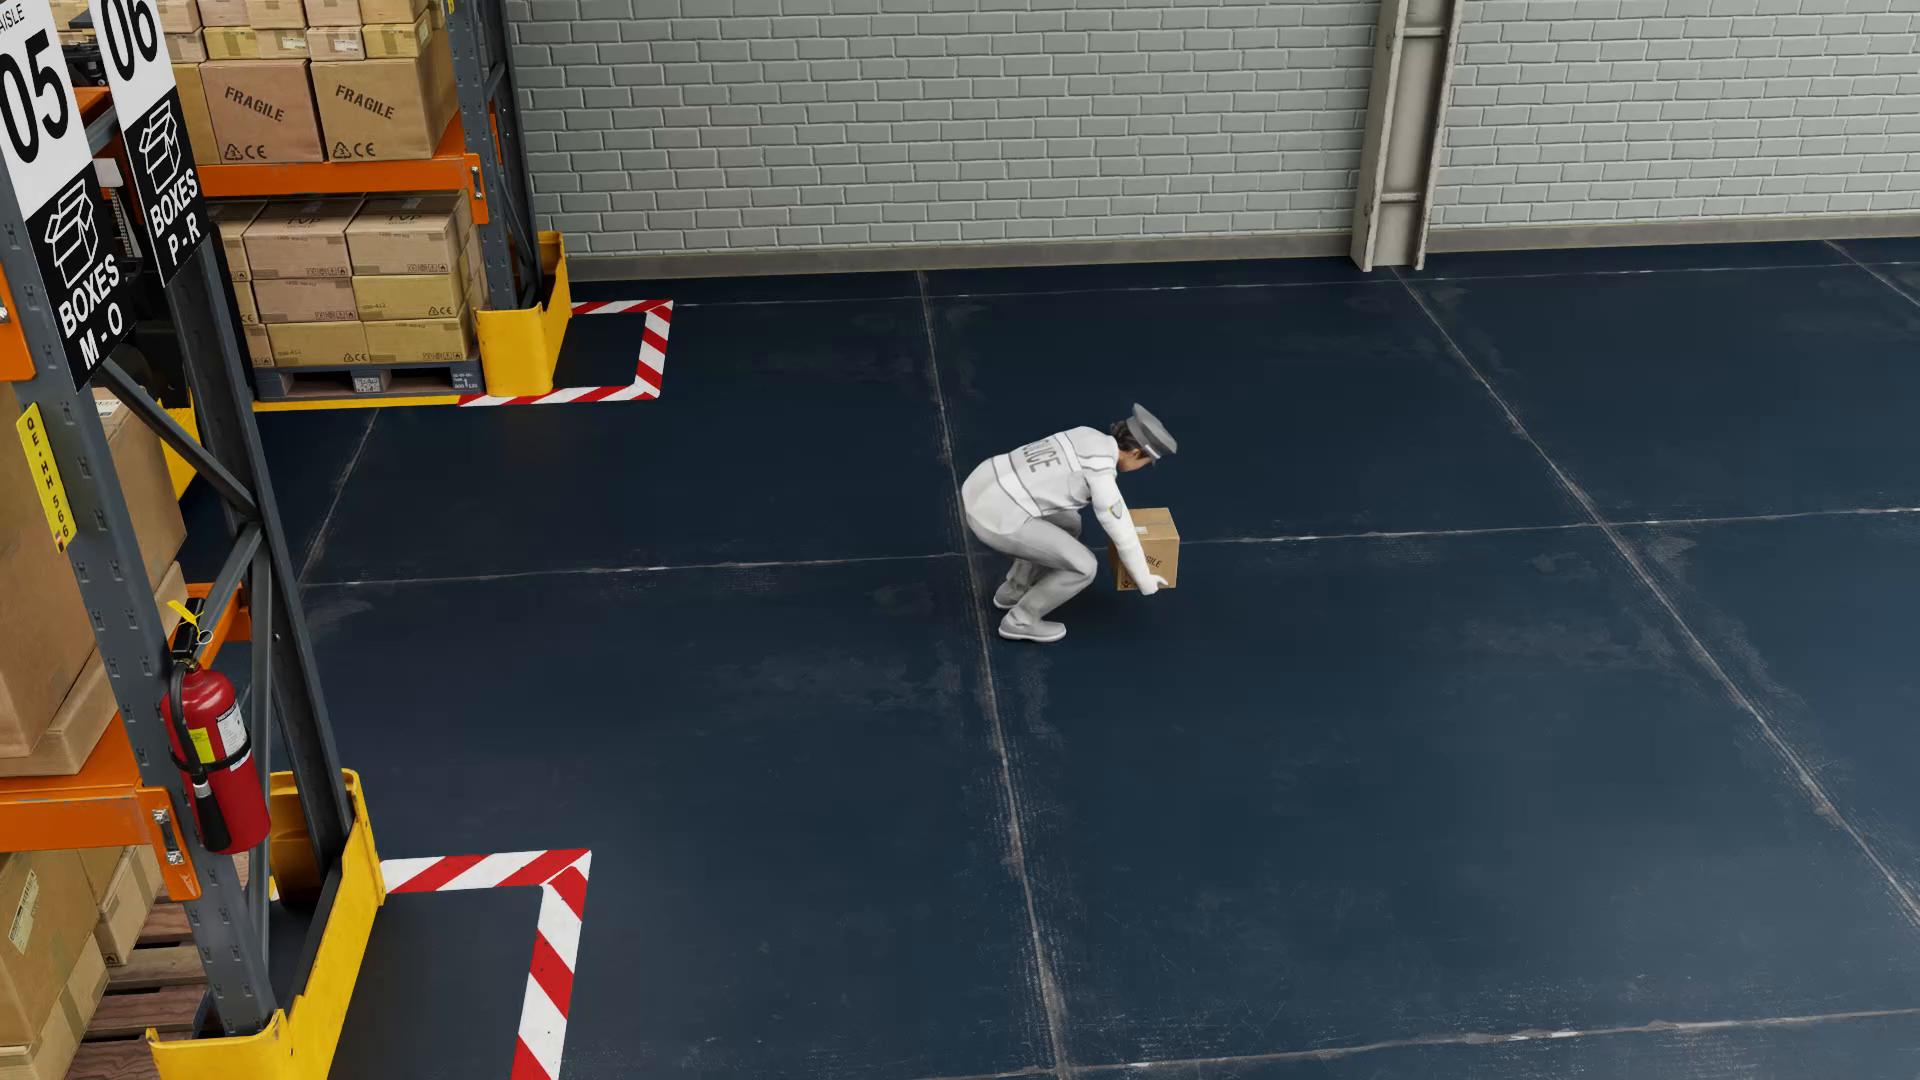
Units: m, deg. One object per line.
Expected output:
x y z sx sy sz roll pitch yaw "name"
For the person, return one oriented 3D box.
0.452 -0.087 6.946 0.892 0.978 0.424 -4 31 -6 "person"
